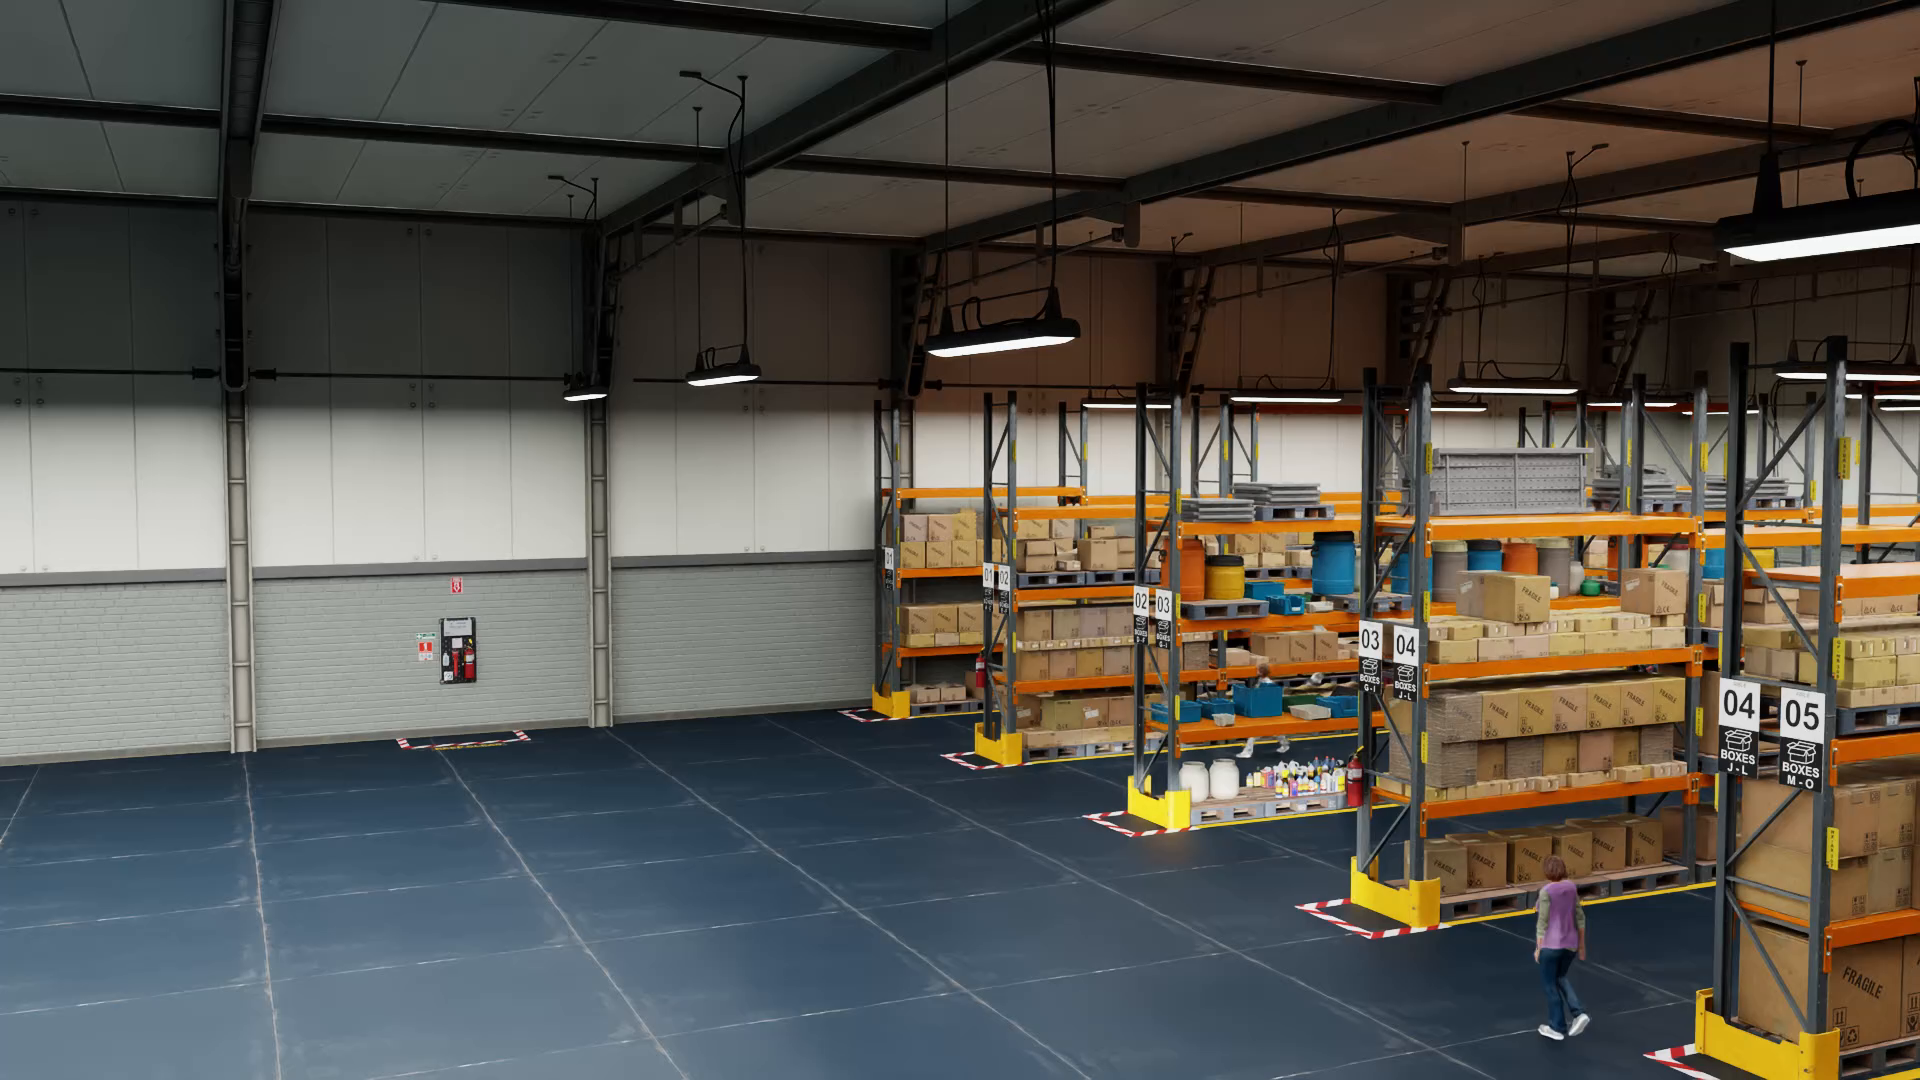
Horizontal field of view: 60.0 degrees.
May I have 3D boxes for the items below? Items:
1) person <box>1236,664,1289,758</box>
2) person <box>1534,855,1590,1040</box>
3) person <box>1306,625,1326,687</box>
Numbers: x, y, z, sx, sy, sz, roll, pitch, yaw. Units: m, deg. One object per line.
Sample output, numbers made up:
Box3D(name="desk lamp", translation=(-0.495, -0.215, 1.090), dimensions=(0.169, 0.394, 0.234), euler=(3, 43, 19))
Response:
Box3D(name="person", translation=(4.985, 2.798, 27.266), dimensions=(1.009, 1.520, 0.385), euler=(-2, 4, -33))
Box3D(name="person", translation=(5.184, 3.516, 14.340), dimensions=(0.428, 1.586, 0.430), euler=(-1, 4, -20))
Box3D(name="person", translation=(7.272, 2.293, 33.896), dimensions=(0.461, 1.791, 0.575), euler=(1, 3, 16))
